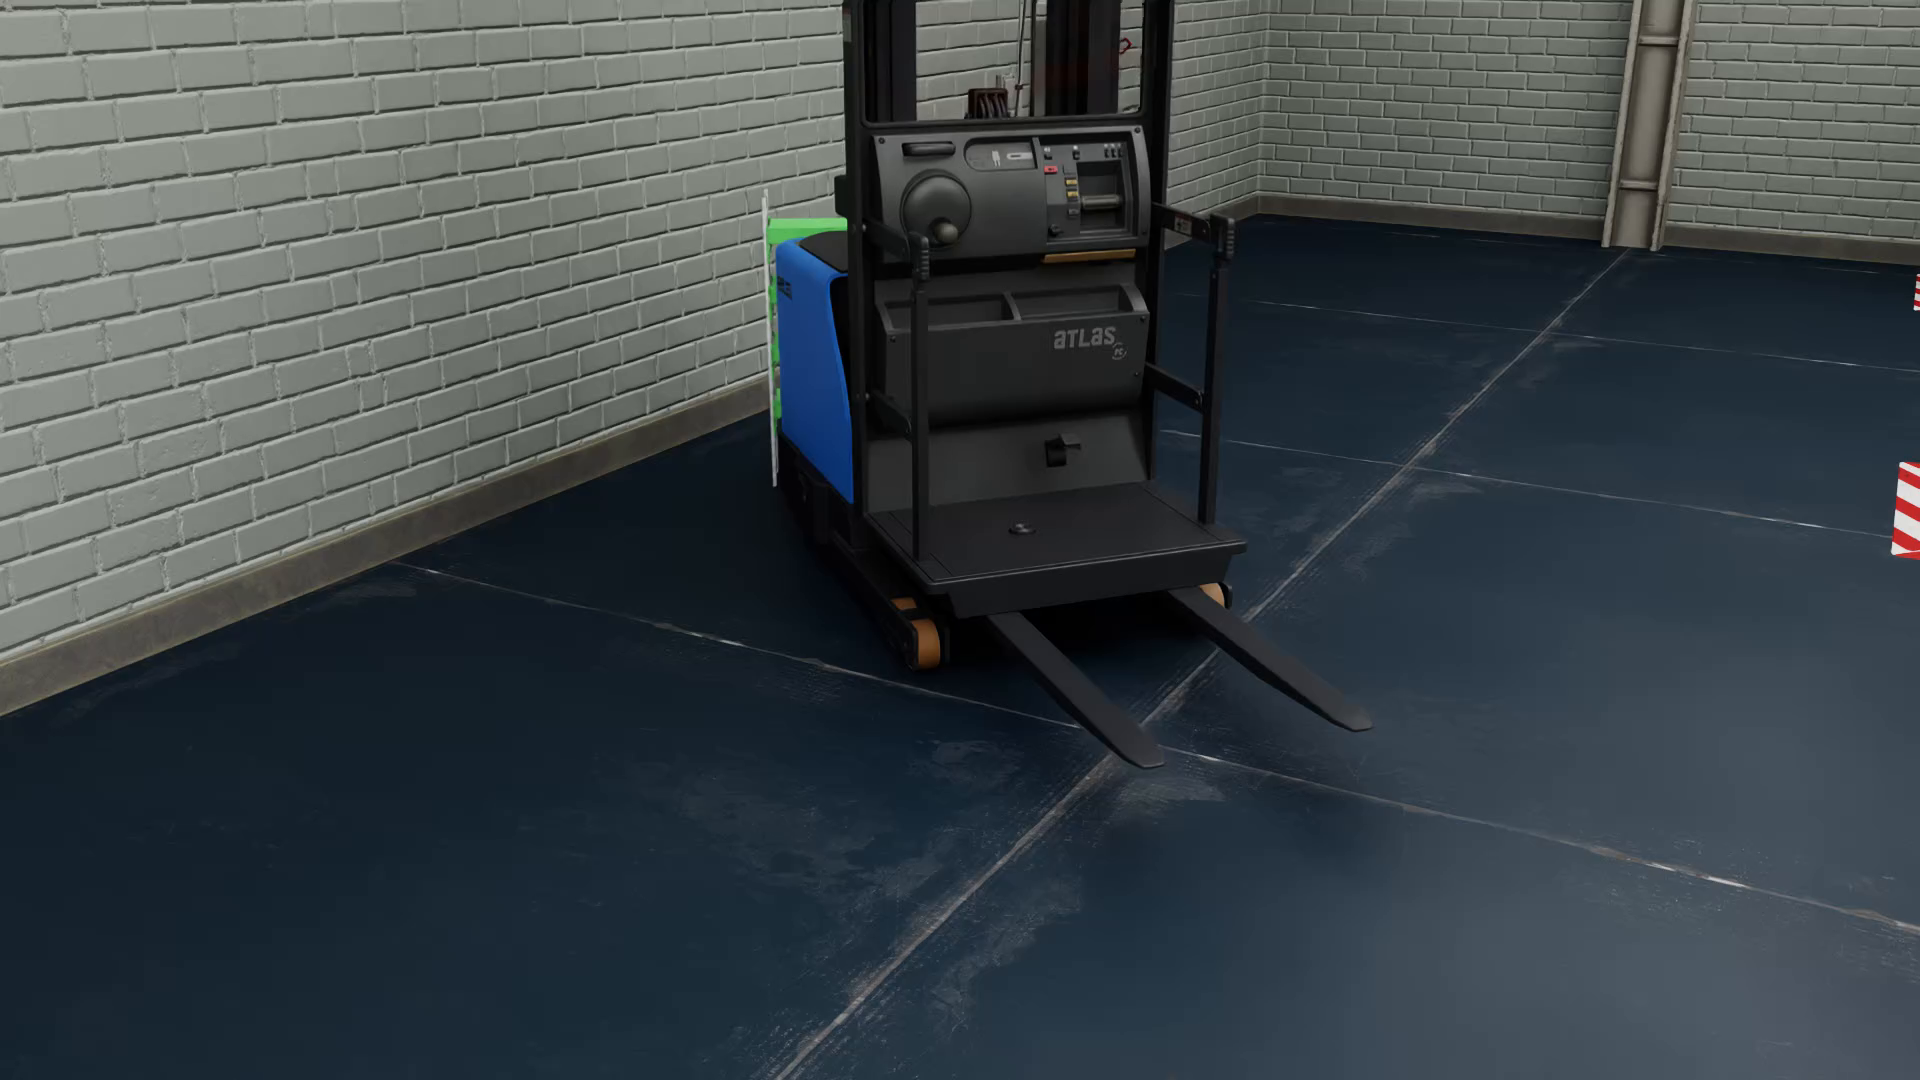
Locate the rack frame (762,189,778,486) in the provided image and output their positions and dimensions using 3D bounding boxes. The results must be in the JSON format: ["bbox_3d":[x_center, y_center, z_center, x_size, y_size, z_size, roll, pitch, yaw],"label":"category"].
[{"bbox_3d":[-0.786,-0.830,6.894,0.015,1.200,0.240,-2,20,-4],"label":"rack frame"}]

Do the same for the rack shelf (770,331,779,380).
[{"bbox_3d":[-0.543,-0.777,6.934,0.480,0.148,0.258,-2,20,-4],"label":"rack shelf"}]

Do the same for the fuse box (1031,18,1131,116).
[{"bbox_3d":[0.740,-2.343,10.314,0.414,1.711,0.539,11,23,27],"label":"fuse box"}]

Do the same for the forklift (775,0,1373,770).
[{"bbox_3d":[0.253,-1.124,5.166,1.130,2.935,3.031,-7,21,-19],"label":"forklift"}]

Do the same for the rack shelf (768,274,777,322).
[{"bbox_3d":[-0.543,-1.002,6.852,0.480,0.148,0.258,-2,20,-4],"label":"rack shelf"}]

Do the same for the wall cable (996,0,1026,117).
[{"bbox_3d":[0.269,-3.249,9.433,0.122,1.984,0.588,11,23,27],"label":"wall cable"}]

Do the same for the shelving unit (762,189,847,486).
[{"bbox_3d":[-0.543,-0.837,6.912,0.503,1.200,0.258,-2,20,-4],"label":"shelving unit"}]

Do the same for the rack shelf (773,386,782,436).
[{"bbox_3d":[-0.543,-0.551,7.016,0.480,0.148,0.258,-2,20,-4],"label":"rack shelf"}]

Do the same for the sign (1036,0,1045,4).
[{"bbox_3d":[0.532,-3.354,10.003,0.001,0.242,0.339,11,23,27],"label":"sign"}]

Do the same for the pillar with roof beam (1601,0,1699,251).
[{"bbox_3d":[2.926,-5.150,7.366,0.400,9.000,9.100,11,23,27],"label":"pillar with roof beam"}]

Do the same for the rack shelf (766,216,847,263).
[{"bbox_3d":[-0.543,-1.228,6.770,0.480,0.148,0.258,-2,20,-4],"label":"rack shelf"}]
